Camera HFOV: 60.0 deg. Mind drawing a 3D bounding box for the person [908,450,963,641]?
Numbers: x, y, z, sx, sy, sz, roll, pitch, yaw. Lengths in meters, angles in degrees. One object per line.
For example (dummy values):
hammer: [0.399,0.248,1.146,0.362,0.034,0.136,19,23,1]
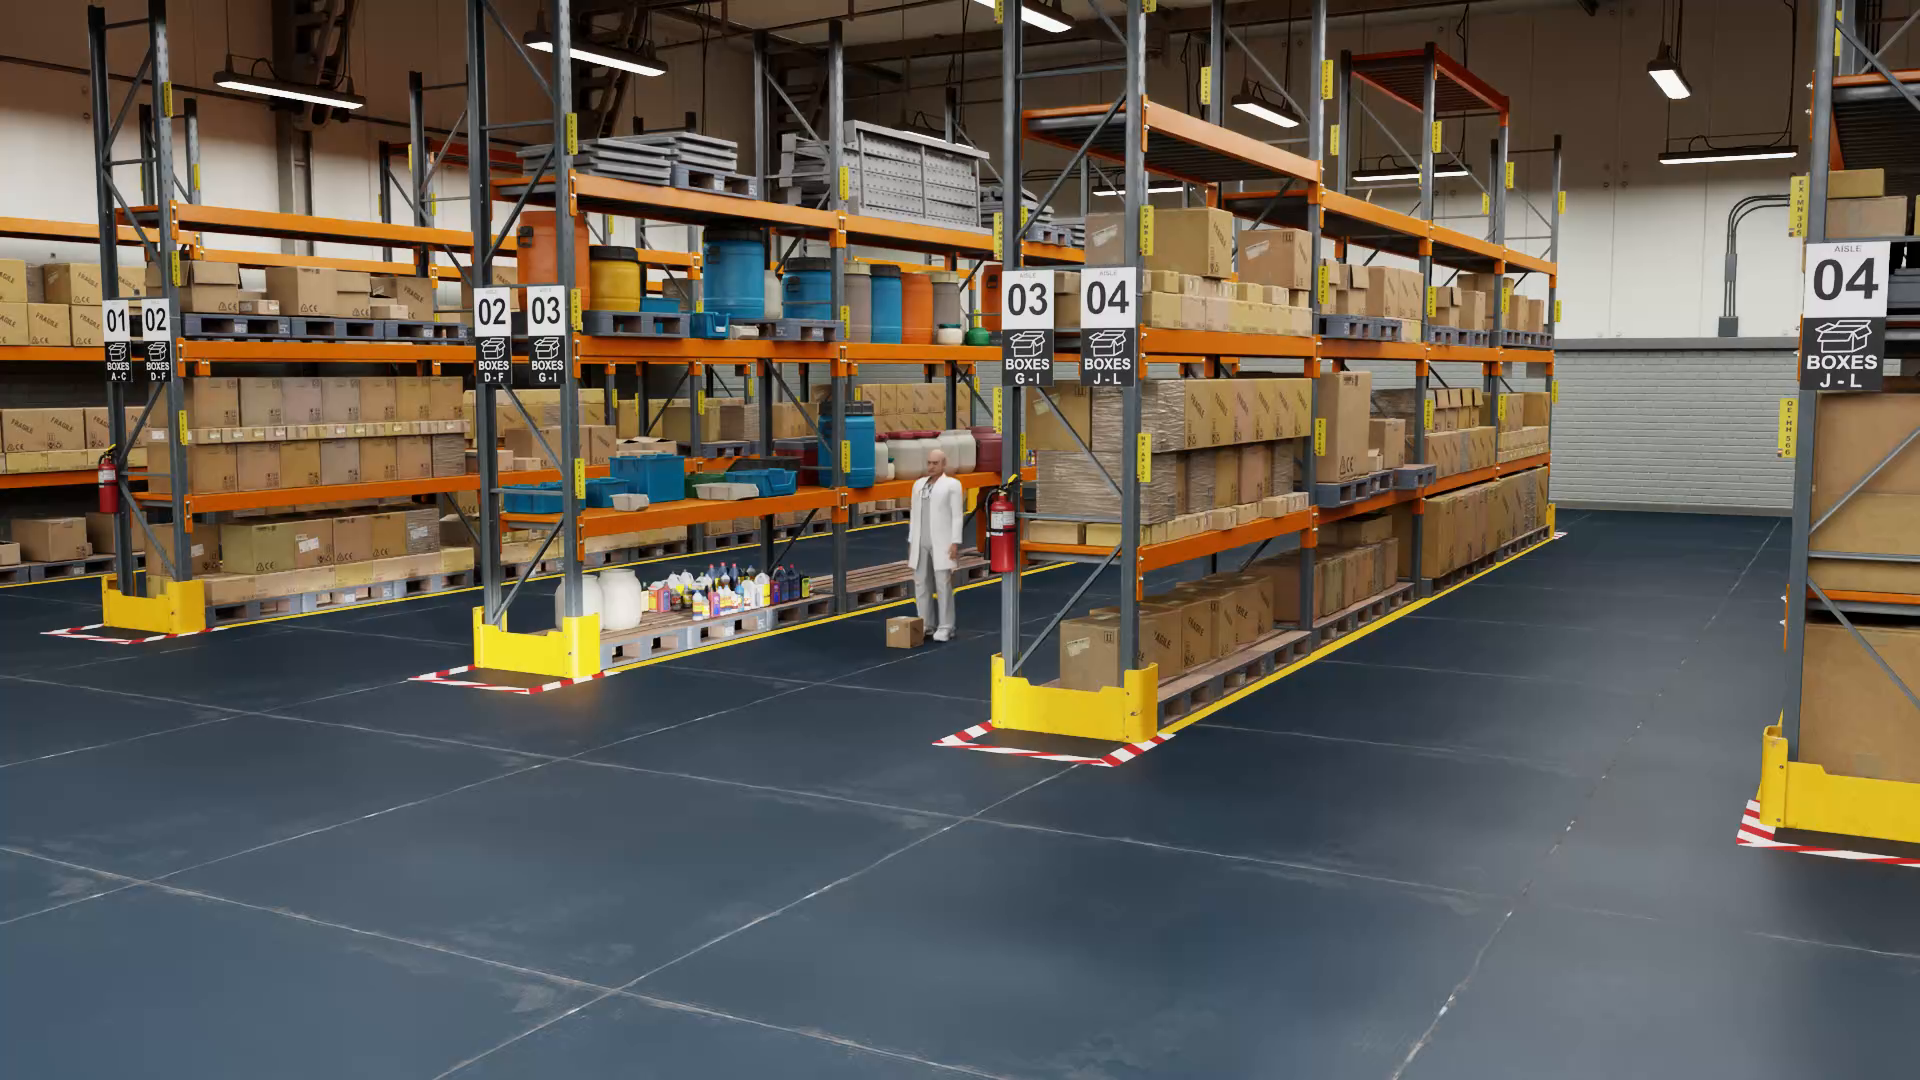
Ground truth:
person: [-0.244,0.044,15.627,0.564,1.780,0.375,3,7,30]
